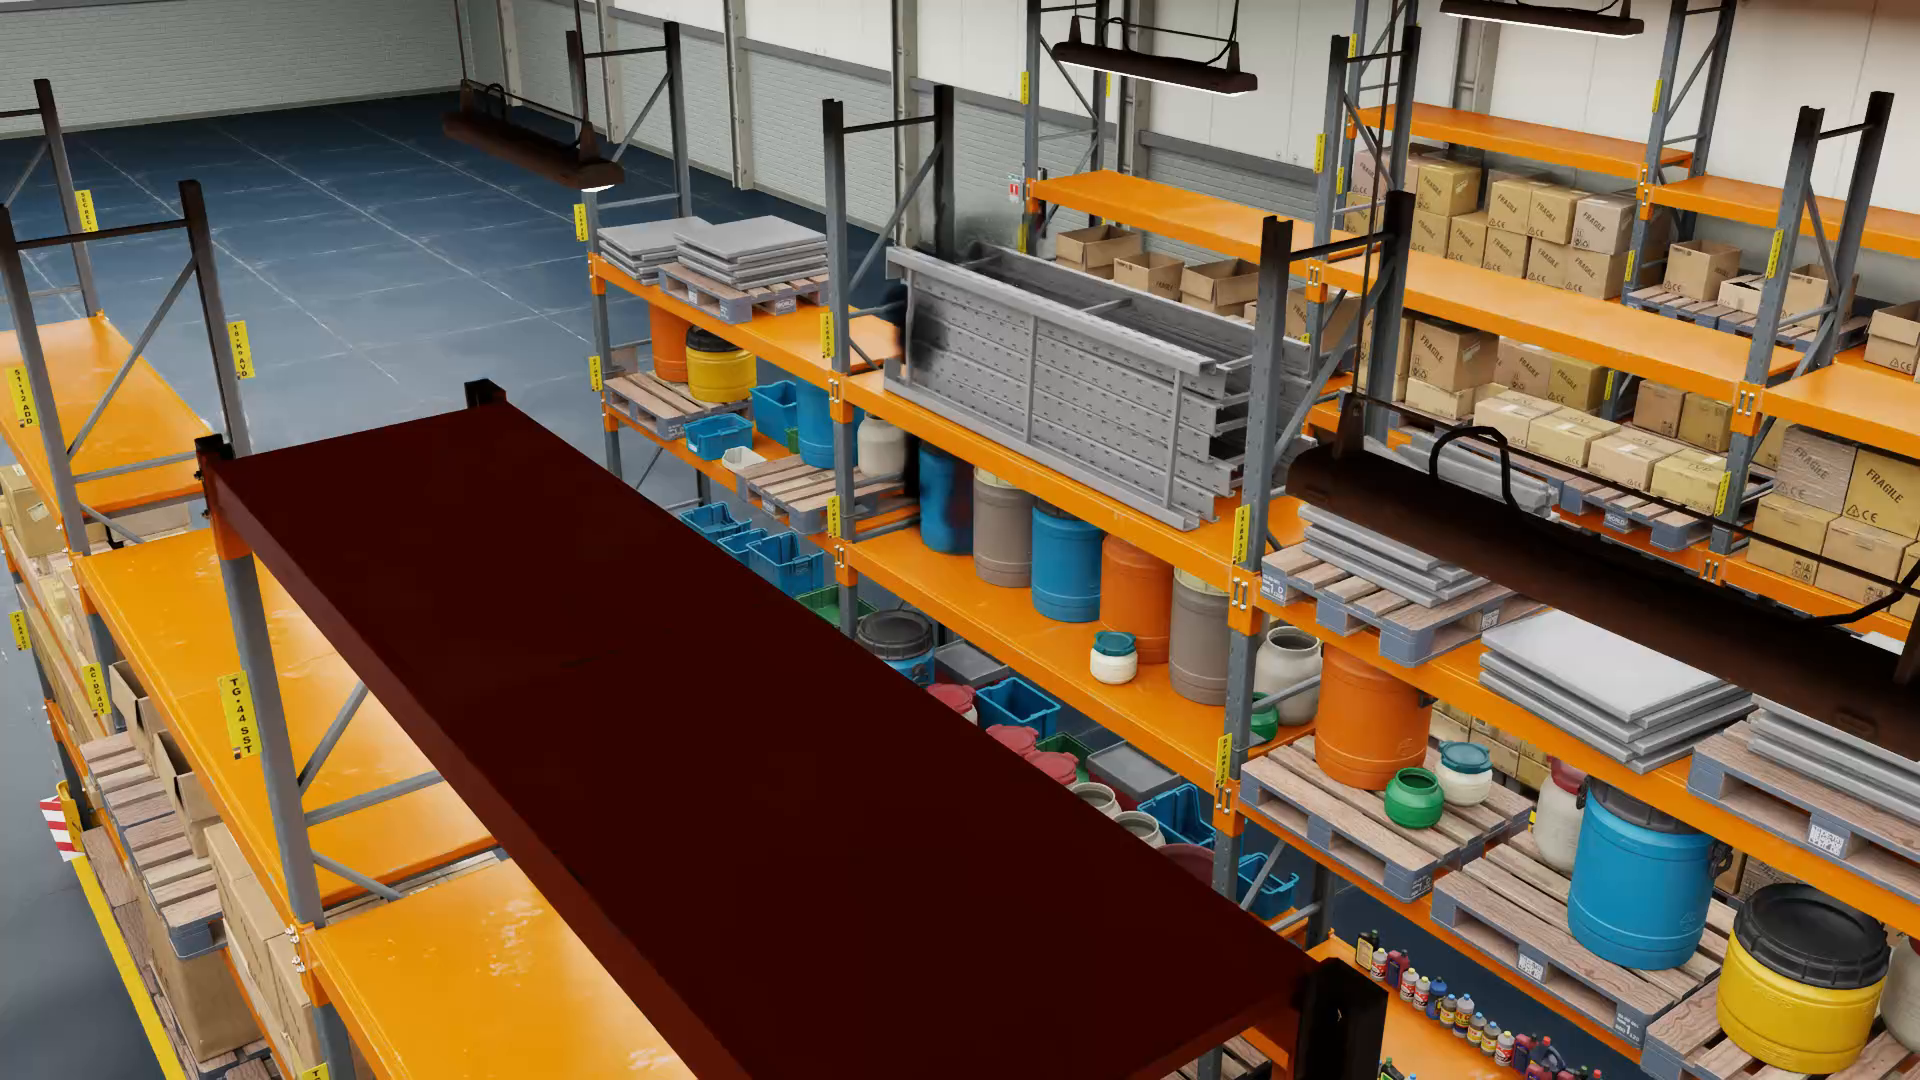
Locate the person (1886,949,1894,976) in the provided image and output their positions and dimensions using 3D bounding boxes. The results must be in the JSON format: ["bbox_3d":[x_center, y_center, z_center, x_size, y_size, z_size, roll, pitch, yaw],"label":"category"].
[{"bbox_3d":[5.578,3.192,10.159,0.754,1.634,0.580,21,32,37],"label":"person"}]
